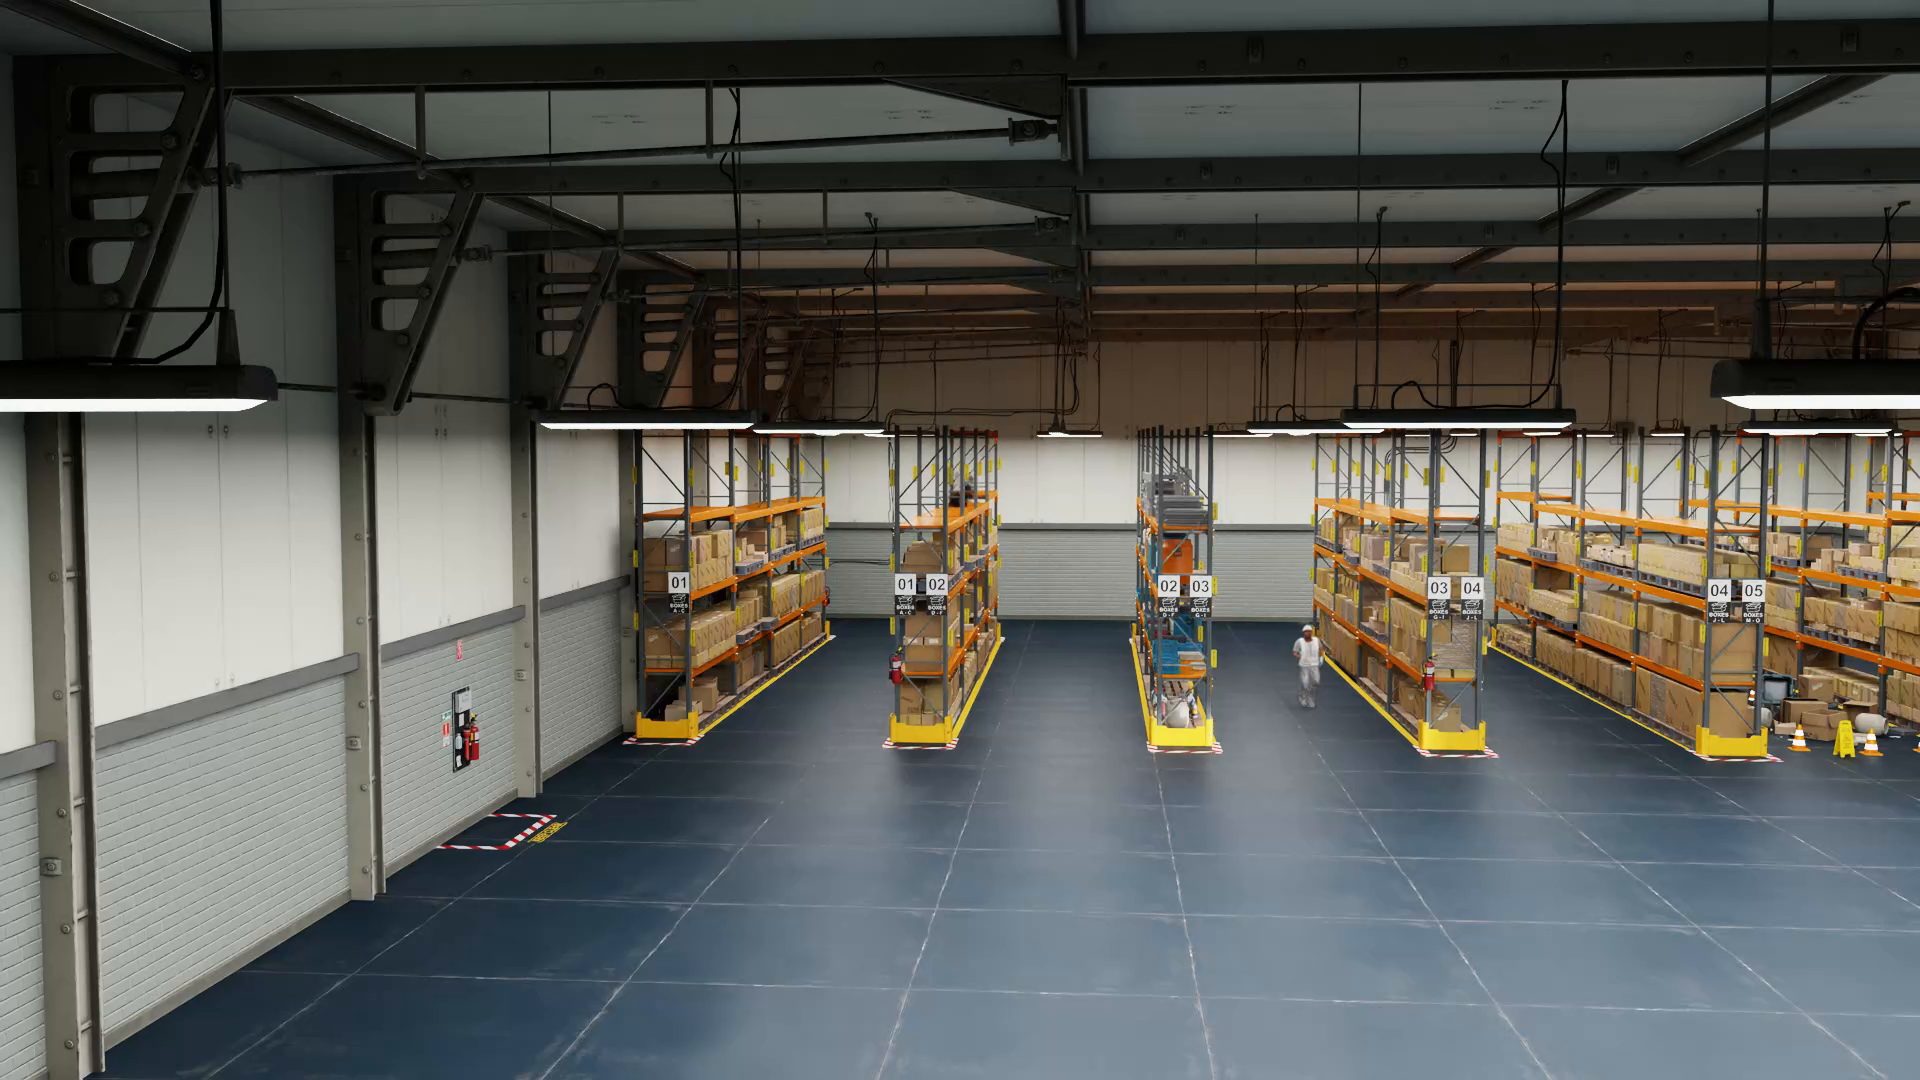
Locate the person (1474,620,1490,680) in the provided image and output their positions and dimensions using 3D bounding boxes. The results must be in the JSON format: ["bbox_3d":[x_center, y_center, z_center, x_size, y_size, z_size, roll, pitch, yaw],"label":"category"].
[{"bbox_3d":[12.427,2.515,39.790,0.592,1.719,0.698,0,3,2],"label":"person"}]

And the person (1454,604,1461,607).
[{"bbox_3d":[13.519,2.147,45.031,0.715,1.796,0.738,0,3,5],"label":"person"}]

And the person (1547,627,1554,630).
[{"bbox_3d":[16.795,2.027,47.010,0.586,1.740,0.636,0,3,3],"label":"person"}]

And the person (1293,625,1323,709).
[{"bbox_3d":[7.451,2.708,35.526,0.682,1.776,0.666,0,3,0],"label":"person"}]
